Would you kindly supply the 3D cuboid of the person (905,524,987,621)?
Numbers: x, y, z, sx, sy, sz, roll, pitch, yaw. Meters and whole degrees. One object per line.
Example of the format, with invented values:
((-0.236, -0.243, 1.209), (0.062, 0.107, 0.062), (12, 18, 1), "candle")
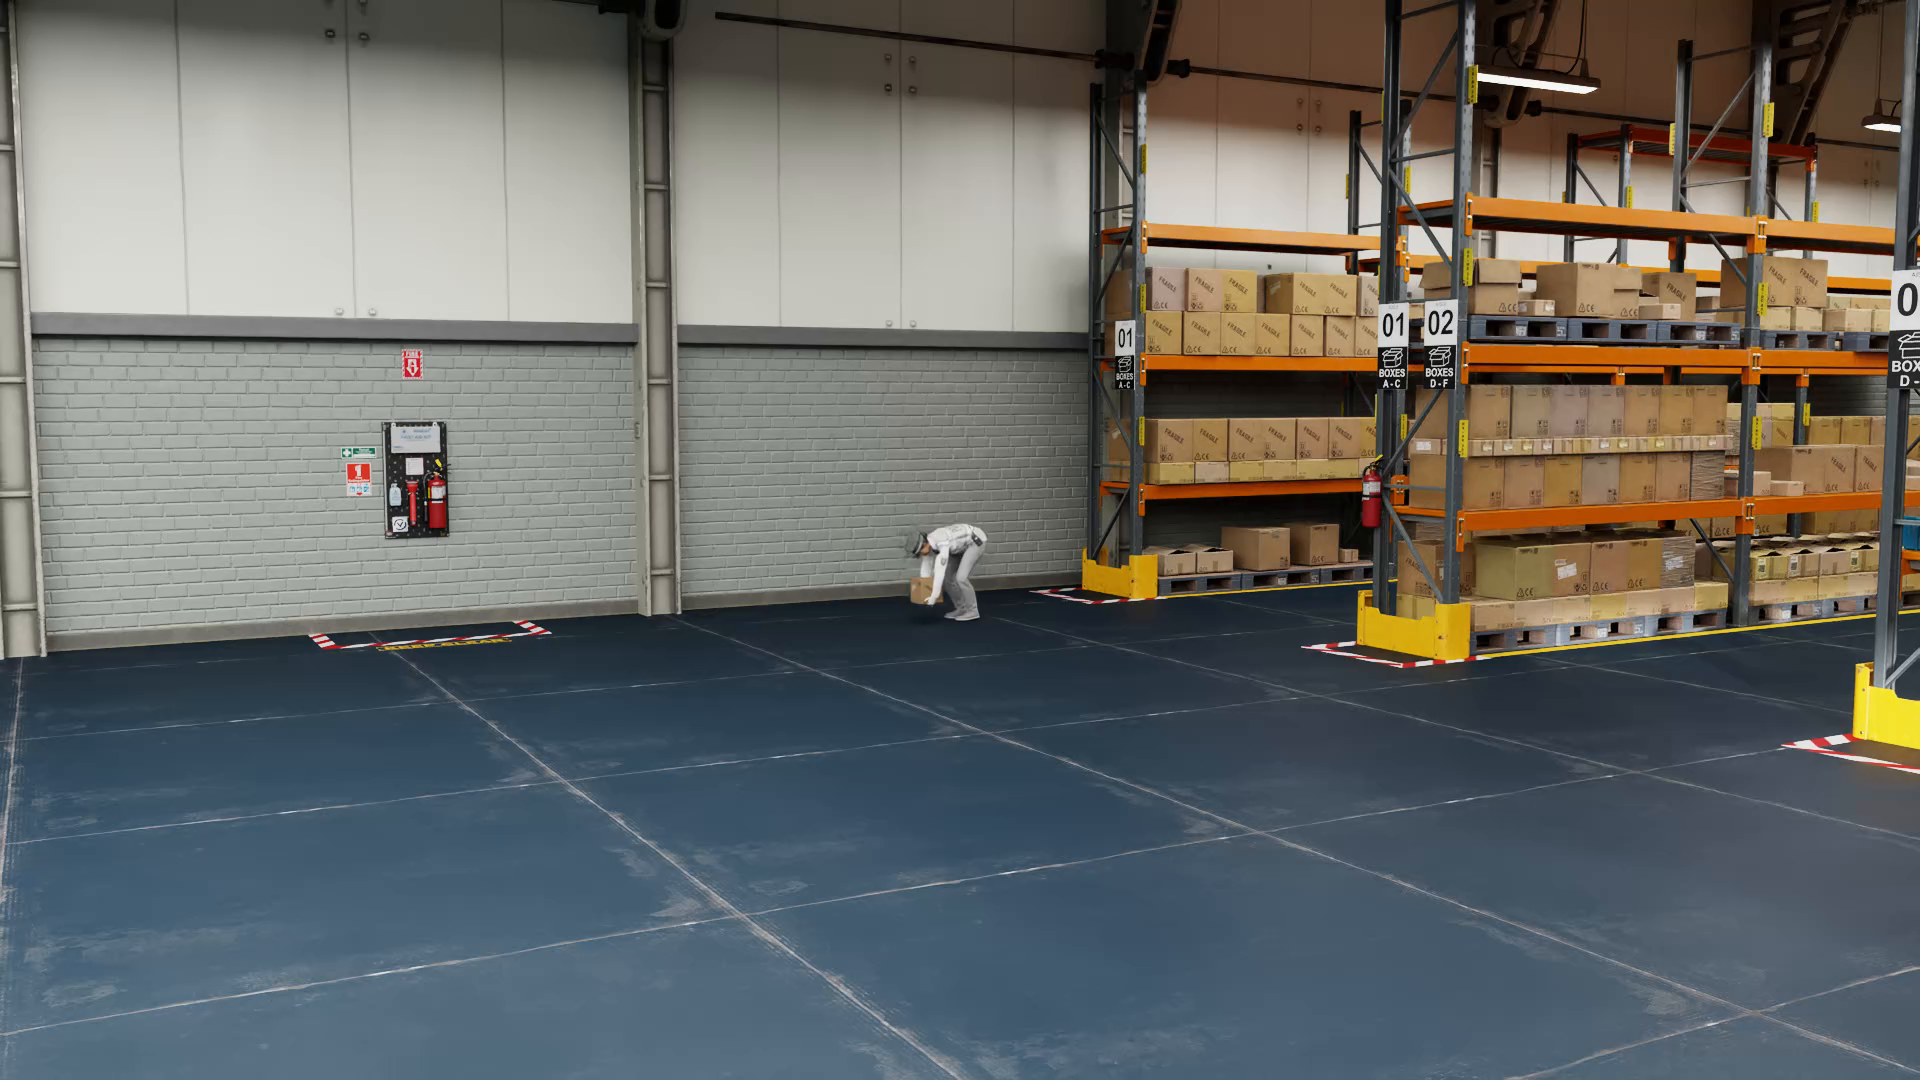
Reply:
((-0.152, 0.345, 17.358), (0.917, 1.005, 0.432), (-3, 6, -31), "person")
